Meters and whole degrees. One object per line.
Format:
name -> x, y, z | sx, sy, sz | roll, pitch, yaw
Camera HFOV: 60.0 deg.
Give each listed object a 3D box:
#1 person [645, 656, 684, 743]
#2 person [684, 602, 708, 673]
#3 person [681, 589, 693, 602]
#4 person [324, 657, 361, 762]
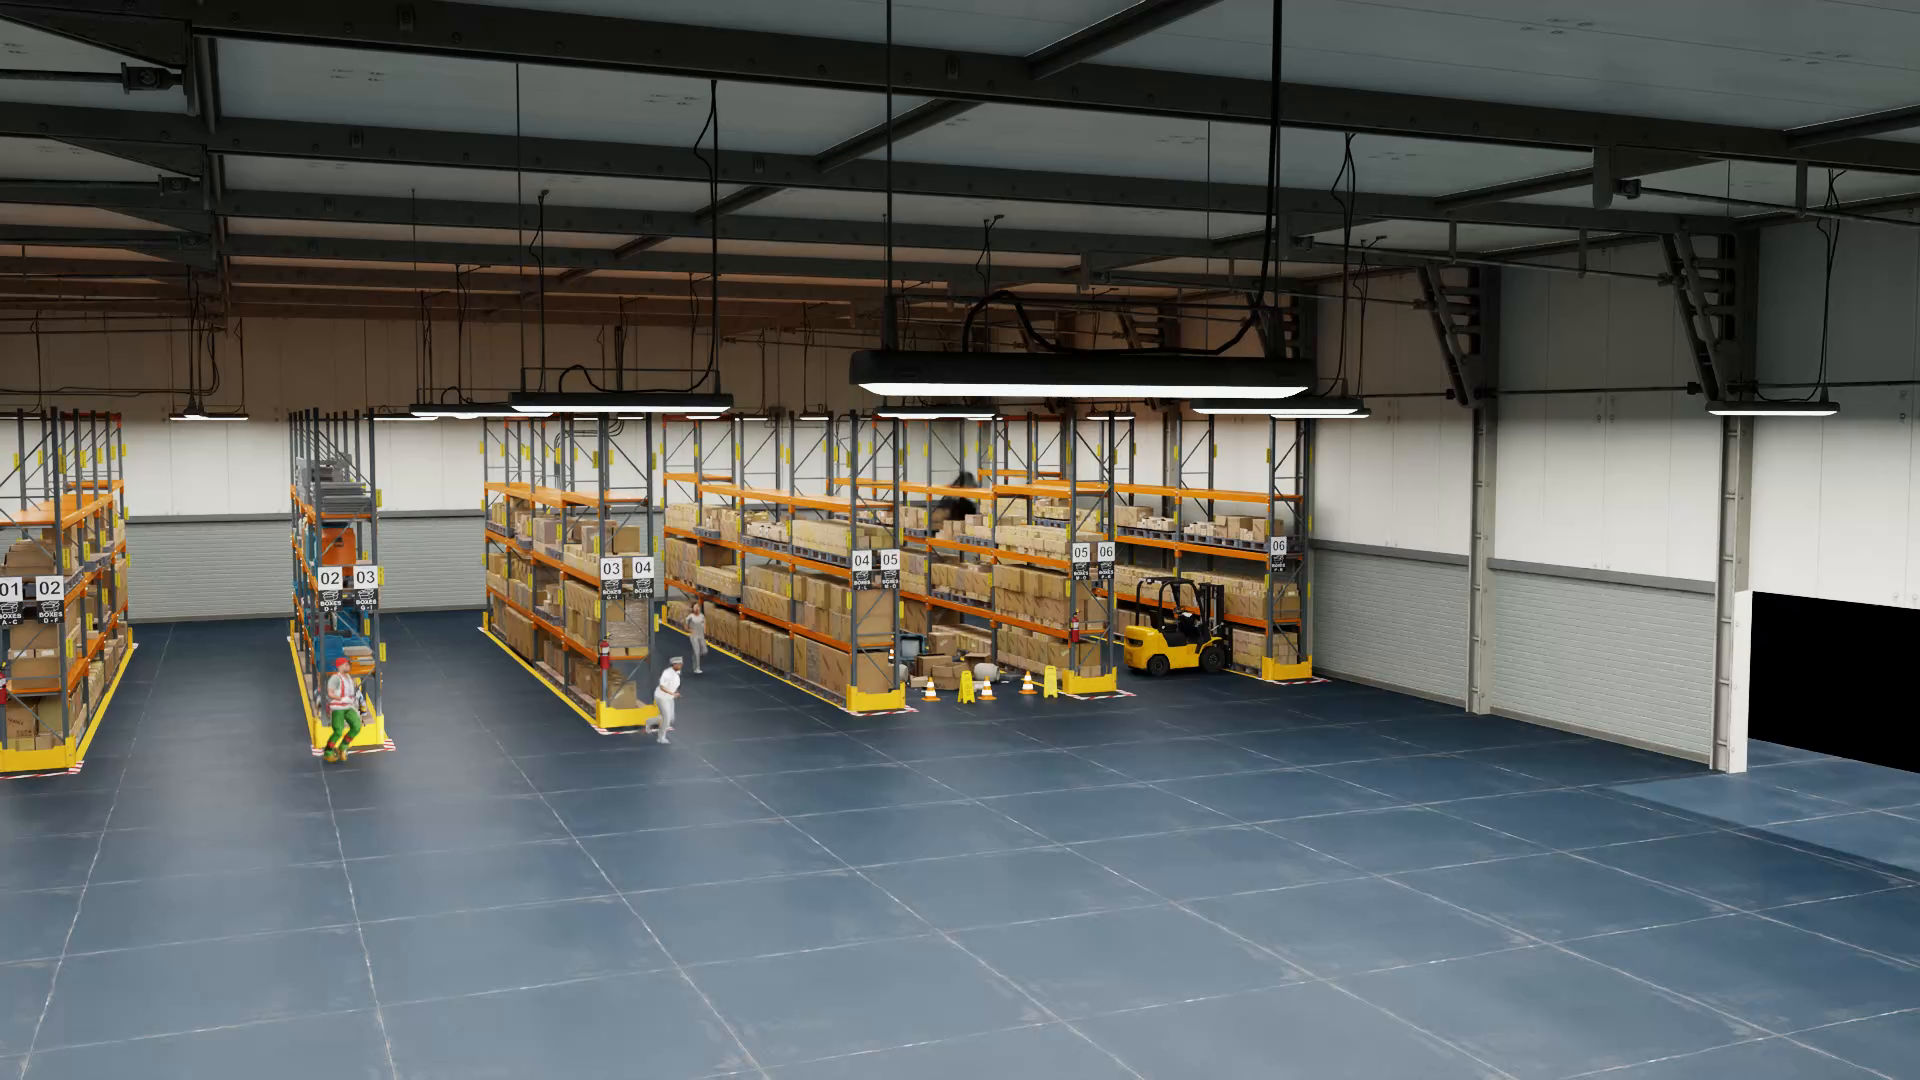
person -> -5.285, 2.861, 29.932 | 0.810, 1.582, 0.590 | 2, 4, 22
person -> -6.041, 2.238, 38.141 | 0.561, 1.621, 0.584 | -3, 5, -33
person -> -8.192, 1.377, 49.665 | 0.629, 1.734, 0.958 | 4, 5, 43
person -> -10.429, 2.862, 28.172 | 0.622, 1.749, 0.709 | 1, 4, 18
